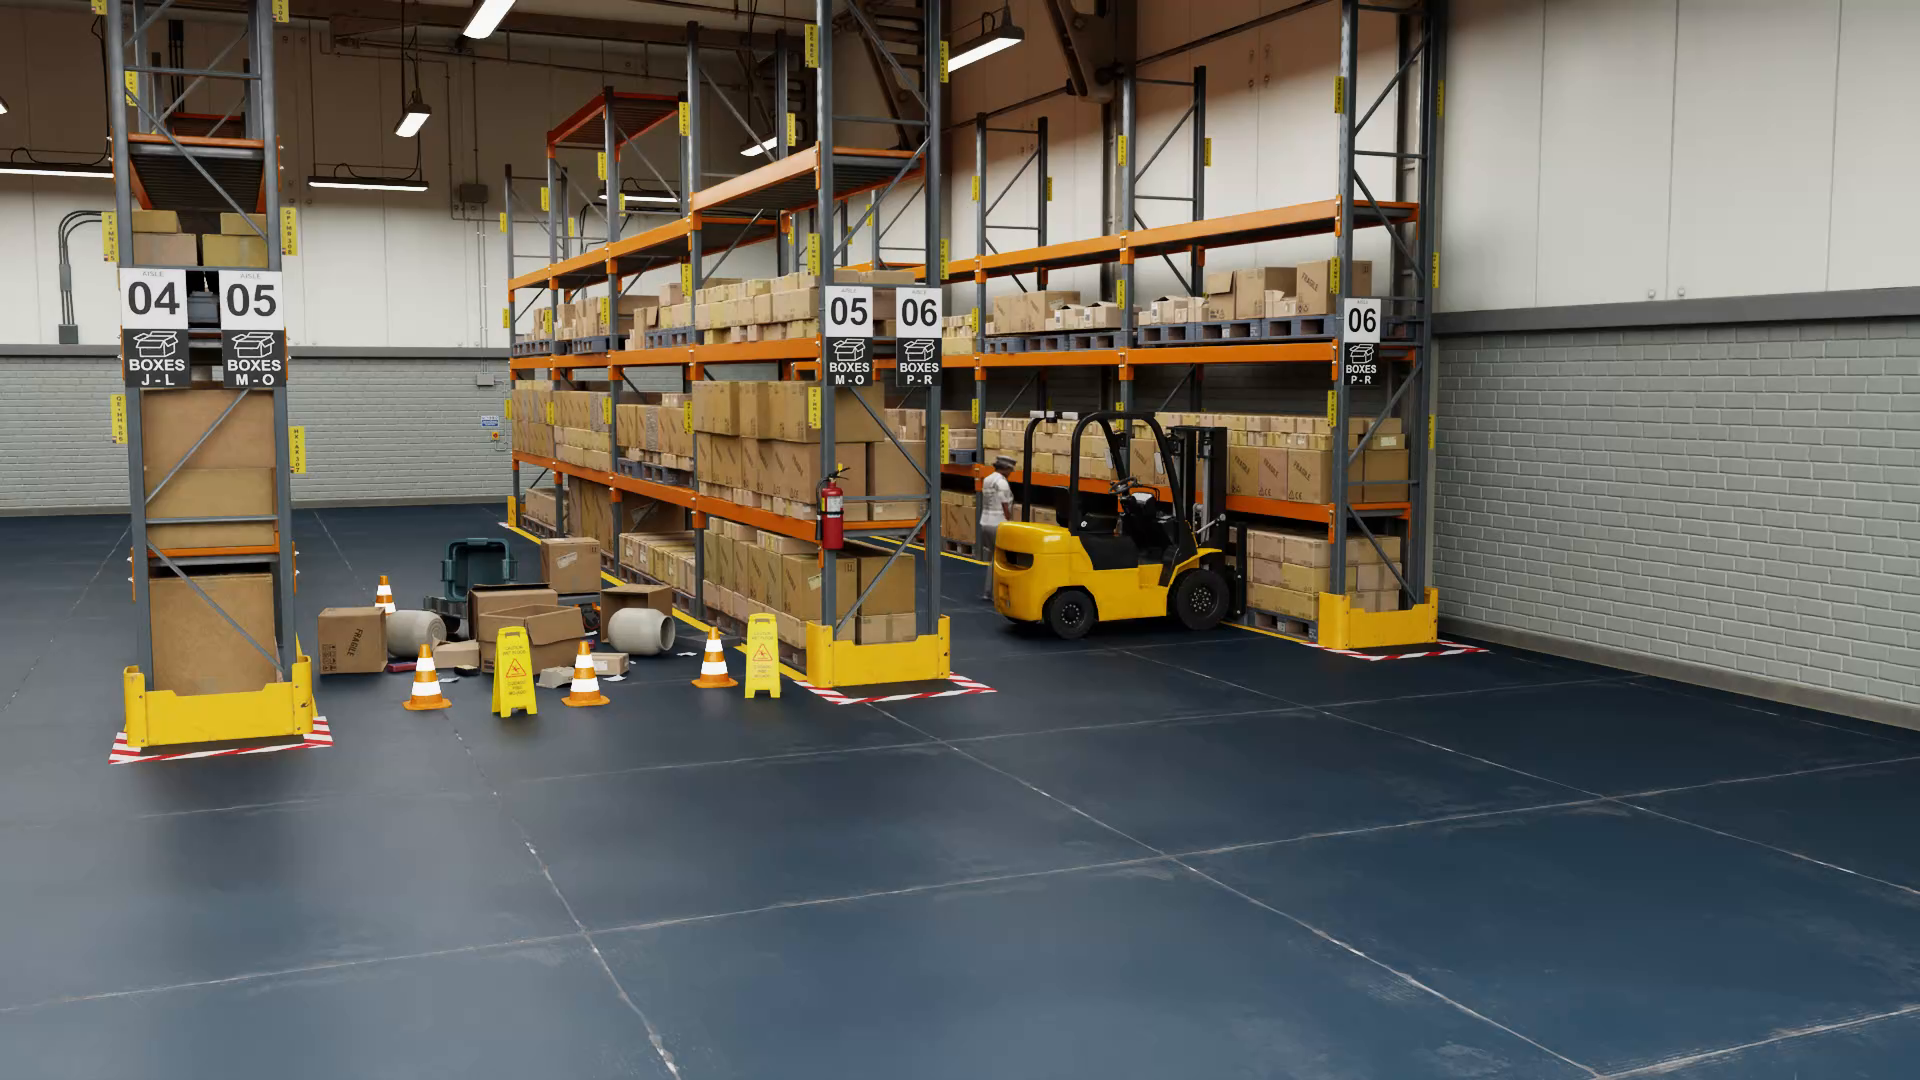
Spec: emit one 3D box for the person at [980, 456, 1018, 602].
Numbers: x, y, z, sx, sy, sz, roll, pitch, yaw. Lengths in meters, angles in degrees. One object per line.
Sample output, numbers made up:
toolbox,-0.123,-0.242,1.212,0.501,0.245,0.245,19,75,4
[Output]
person,0.435,-0.124,18.534,0.425,1.631,0.453,-2,6,-22
